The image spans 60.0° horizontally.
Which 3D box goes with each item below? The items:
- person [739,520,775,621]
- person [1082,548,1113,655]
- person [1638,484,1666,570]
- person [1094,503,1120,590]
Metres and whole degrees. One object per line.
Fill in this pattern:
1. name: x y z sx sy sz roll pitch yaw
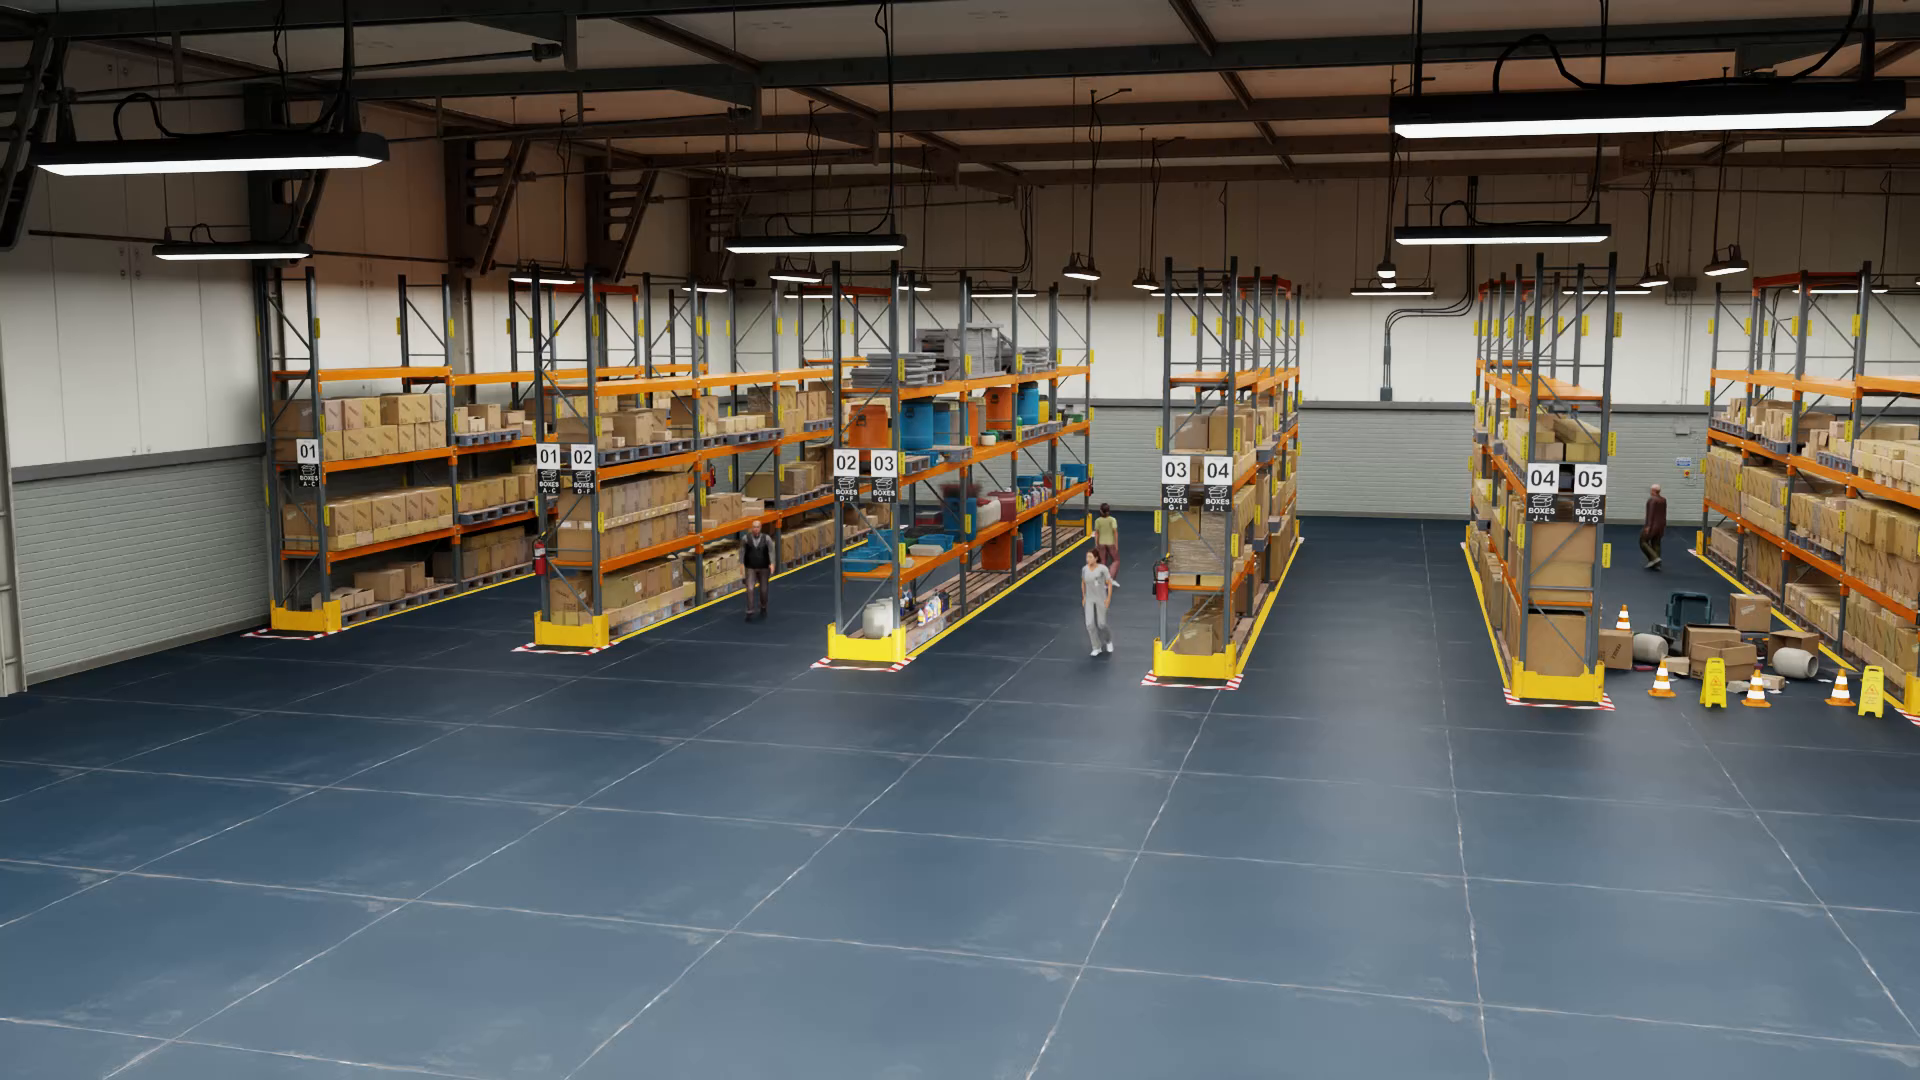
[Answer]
1. person: -3.511 0.503 28.832 0.601 1.716 0.760 -2 7 -13
2. person: 2.130 0.935 25.707 0.516 1.654 0.523 3 8 25
3. person: 14.496 -0.273 34.642 0.638 1.779 0.539 -5 9 -32
4. person: 2.832 0.129 31.923 0.515 1.668 0.476 2 7 13
